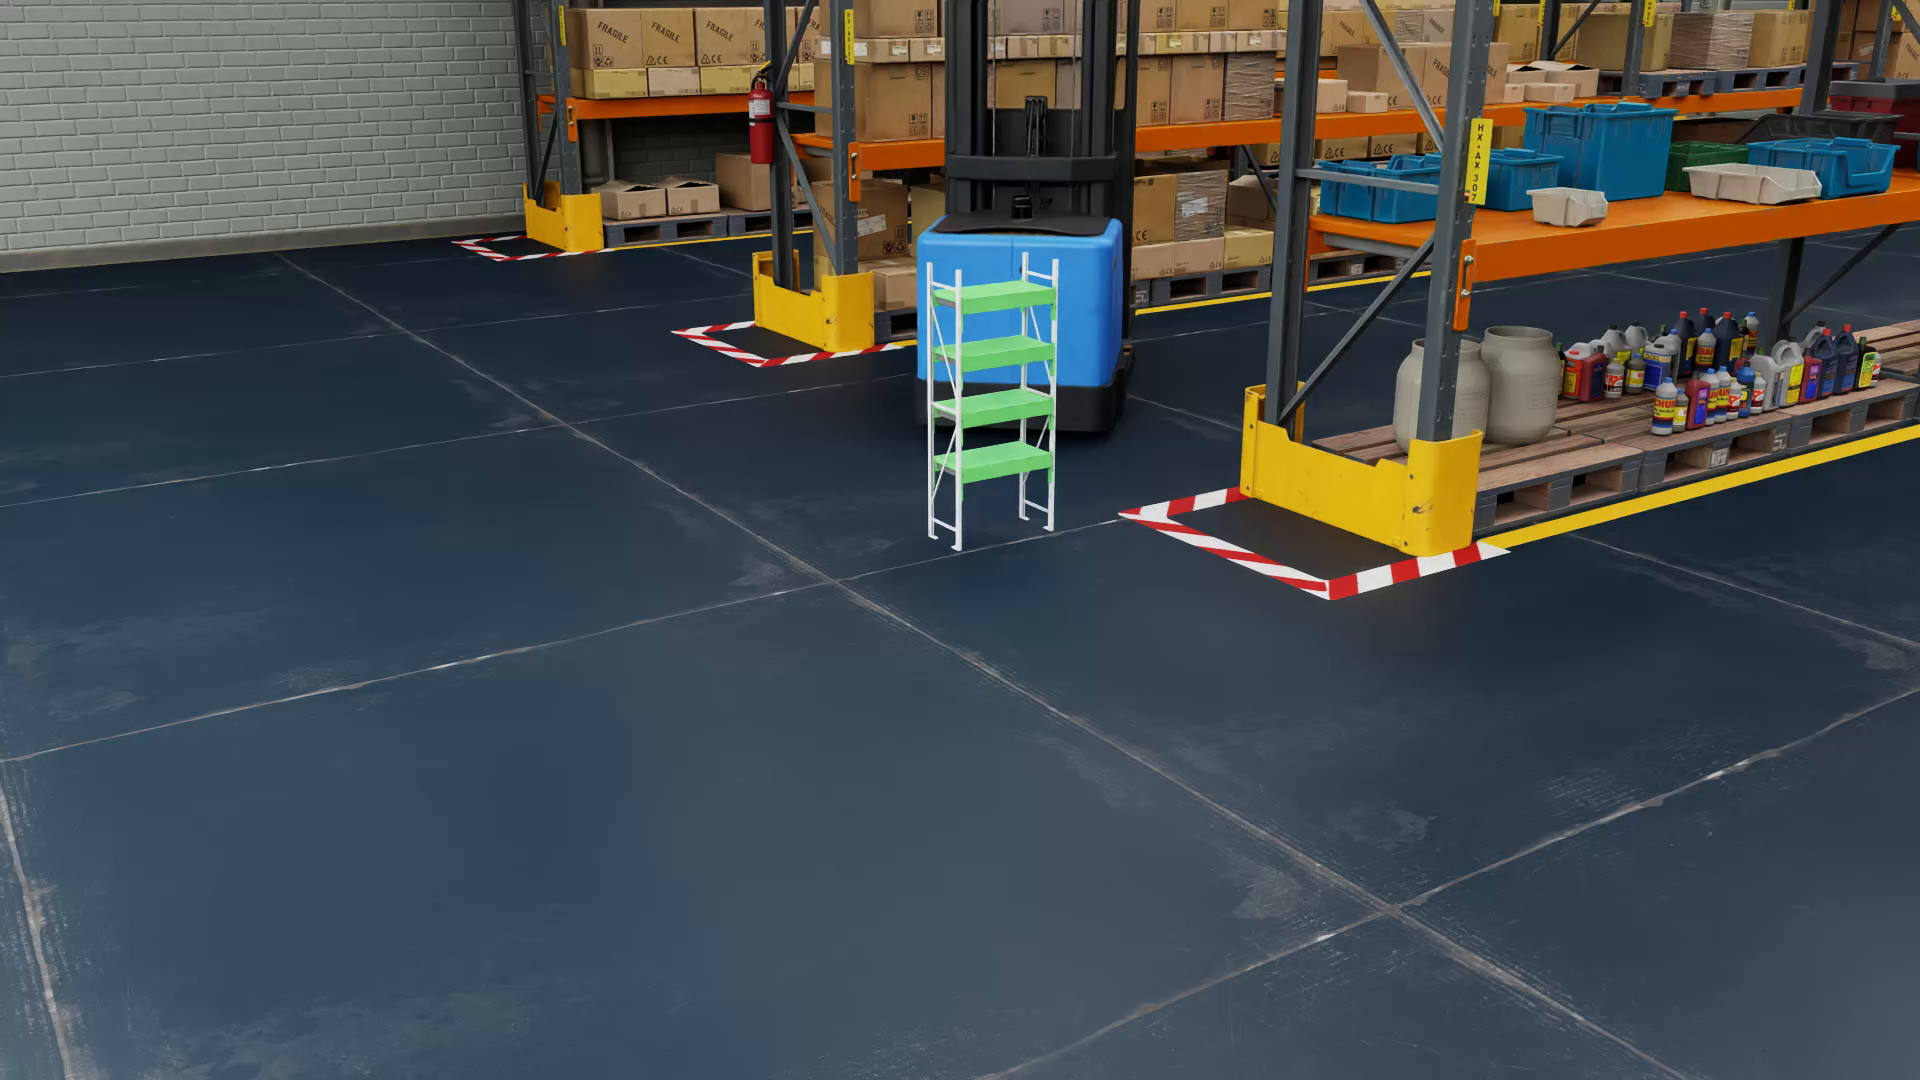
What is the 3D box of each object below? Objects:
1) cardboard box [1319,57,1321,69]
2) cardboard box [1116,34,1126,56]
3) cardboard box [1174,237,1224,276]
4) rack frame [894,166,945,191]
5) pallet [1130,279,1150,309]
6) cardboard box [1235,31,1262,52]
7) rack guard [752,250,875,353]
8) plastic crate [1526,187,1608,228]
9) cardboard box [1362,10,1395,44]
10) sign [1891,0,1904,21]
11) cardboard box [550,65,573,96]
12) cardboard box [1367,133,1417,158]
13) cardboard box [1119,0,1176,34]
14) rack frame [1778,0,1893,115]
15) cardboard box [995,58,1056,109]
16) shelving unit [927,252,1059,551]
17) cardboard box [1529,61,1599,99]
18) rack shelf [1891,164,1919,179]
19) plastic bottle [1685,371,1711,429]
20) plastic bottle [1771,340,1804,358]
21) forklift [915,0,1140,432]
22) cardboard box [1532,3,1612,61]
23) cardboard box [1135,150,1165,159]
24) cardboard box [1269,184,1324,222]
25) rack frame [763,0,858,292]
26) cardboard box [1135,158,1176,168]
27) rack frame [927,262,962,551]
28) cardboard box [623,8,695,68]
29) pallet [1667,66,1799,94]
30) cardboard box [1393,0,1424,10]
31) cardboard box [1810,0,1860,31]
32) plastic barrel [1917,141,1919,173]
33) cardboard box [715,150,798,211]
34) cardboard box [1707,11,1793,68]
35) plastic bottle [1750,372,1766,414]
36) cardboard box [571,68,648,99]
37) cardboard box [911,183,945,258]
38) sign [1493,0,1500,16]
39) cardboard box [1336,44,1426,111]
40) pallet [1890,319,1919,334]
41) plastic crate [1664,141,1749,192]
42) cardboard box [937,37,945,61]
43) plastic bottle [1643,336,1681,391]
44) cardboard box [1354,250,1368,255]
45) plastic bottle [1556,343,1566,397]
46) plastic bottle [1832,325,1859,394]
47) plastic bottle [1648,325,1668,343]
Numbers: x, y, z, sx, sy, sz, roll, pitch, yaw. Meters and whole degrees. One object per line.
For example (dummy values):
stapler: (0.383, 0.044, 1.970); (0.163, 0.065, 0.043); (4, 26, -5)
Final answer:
cardboard box: (3.995, -5.591, 19.459); (0.250, 0.149, 0.380); (-12, 22, -32)
cardboard box: (0.963, -3.510, 11.776); (0.250, 0.149, 0.380); (-11, 22, -30)
cardboard box: (1.664, -2.203, 12.714); (0.500, 0.250, 0.500); (-12, 22, -31)
rack frame: (-0.374, -4.856, 16.925); (0.127, 3.000, 1.000); (-12, 22, -31)
pallet: (0.646, -1.866, 12.434); (1.213, 0.211, 1.003); (-12, 22, -31)
cardboard box: (2.037, -3.738, 12.450); (0.250, 0.149, 0.380); (-12, 22, -33)
rack guard: (-1.007, -1.639, 11.312); (0.348, 0.500, 1.175); (-12, 22, -31)
plastic crate: (2.658, -1.448, 7.257); (0.250, 0.136, 0.298); (-12, 22, -31)
cardboard box: (4.801, -6.046, 19.794); (0.500, 0.500, 0.500); (-11, 22, -30)
sign: (9.343, -5.342, 16.553); (0.005, 0.325, 0.100); (-12, 22, -31)
cardboard box: (-3.431, -4.224, 15.259); (0.500, 0.250, 0.500); (-12, 22, -31)
cardboard box: (5.095, -5.139, 20.463); (0.750, 0.750, 0.750); (-11, 22, -30)
cardboard box: (1.147, -3.936, 12.023); (0.500, 0.500, 0.700); (-12, 22, -31)
rack frame: (9.035, -4.941, 17.176); (0.127, 3.000, 1.000); (-12, 22, -31)
cardboard box: (0.264, -3.133, 11.672); (0.500, 0.500, 0.700); (-12, 22, -31)
shelving unit: (0.138, -0.598, 7.139); (0.503, 1.200, 0.258); (-12, 22, -31)
cardboard box: (5.367, -4.142, 14.951); (0.500, 0.311, 0.500); (-10, 21, -28)
rack shelf: (6.745, -2.218, 10.244); (4.000, 0.370, 1.077); (-12, 22, -31)
plastic bottle: (3.619, -0.694, 8.169); (0.133, 0.283, 0.061); (-11, 22, -31)
plastic bottle: (4.433, -0.935, 8.893); (0.135, 0.276, 0.152); (-12, 22, -31)
forklift: (0.494, -2.384, 9.720); (1.130, 2.935, 3.031); (3, 19, 8)
cardboard box: (7.984, -6.756, 22.078); (0.700, 0.700, 0.980); (-13, 23, -34)
cardboard box: (1.900, -4.385, 18.746); (0.500, 0.500, 0.700); (-12, 22, -31)
cardboard box: (2.836, -2.700, 13.309); (0.500, 0.311, 0.500); (-12, 22, -31)
rack frame: (-0.987, -2.827, 10.924); (0.127, 3.000, 1.000); (-12, 22, -31)
cardboard box: (1.381, -2.695, 13.000); (0.500, 0.500, 0.500); (-12, 22, -31)
rack frame: (-0.066, -0.555, 7.012); (0.015, 1.200, 0.240); (-12, 22, -31)
cardboard box: (-2.732, -4.533, 15.002); (0.500, 0.500, 0.500); (-12, 22, -31)
pallet: (7.316, -4.489, 16.140); (1.213, 0.211, 1.003); (-12, 22, -31)
cardboard box: (5.200, -6.490, 19.936); (0.500, 0.250, 0.500); (-11, 22, -30)
cardboard box: (9.315, -5.620, 17.468); (0.500, 0.500, 0.500); (-12, 22, -31)
plastic barrel: (5.564, -2.431, 8.968); (0.708, 0.901, 0.600); (-12, 22, -31)
cardboard box: (-1.971, -3.490, 16.100); (0.500, 0.500, 0.700); (-14, 23, -35)
cardboard box: (7.593, -4.859, 16.123); (0.700, 0.500, 0.500); (16, 24, 39)
plastic bottle: (4.044, -0.752, 8.468); (0.097, 0.201, 0.097); (0, 19, 0)
cardboard box: (-3.132, -4.091, 14.865); (0.500, 0.250, 0.500); (-13, 22, -33)
cardboard box: (0.000, -2.202, 11.542); (0.500, 0.500, 0.500); (-12, 22, -31)
sign: (6.614, -6.633, 20.496); (0.005, 0.325, 0.100); (-12, 22, -31)
cardboard box: (3.444, -3.803, 13.654); (0.500, 0.500, 0.500); (-10, 21, -28)
pallet: (6.729, -1.250, 10.613); (1.213, 0.211, 1.003); (-12, 22, -31)
plastic crate: (3.786, -1.942, 8.637); (0.662, 0.188, 0.450); (-12, 22, -31)
cardboard box: (-0.113, -3.284, 11.107); (0.250, 0.149, 0.380); (-12, 22, -31)
plastic bottle: (3.762, -0.950, 8.936); (0.135, 0.276, 0.152); (-12, 22, -31)
cardboard box: (3.254, -2.523, 13.660); (0.500, 0.250, 0.500); (-11, 22, -30)
plastic bottle: (3.114, -0.889, 8.746); (0.133, 0.283, 0.061); (-11, 22, -30)
plastic bottle: (4.695, -0.969, 8.877); (0.185, 0.351, 0.144); (-13, 22, -33)
plastic bottle: (3.854, -1.045, 9.208); (0.133, 0.283, 0.061); (-11, 21, -29)
